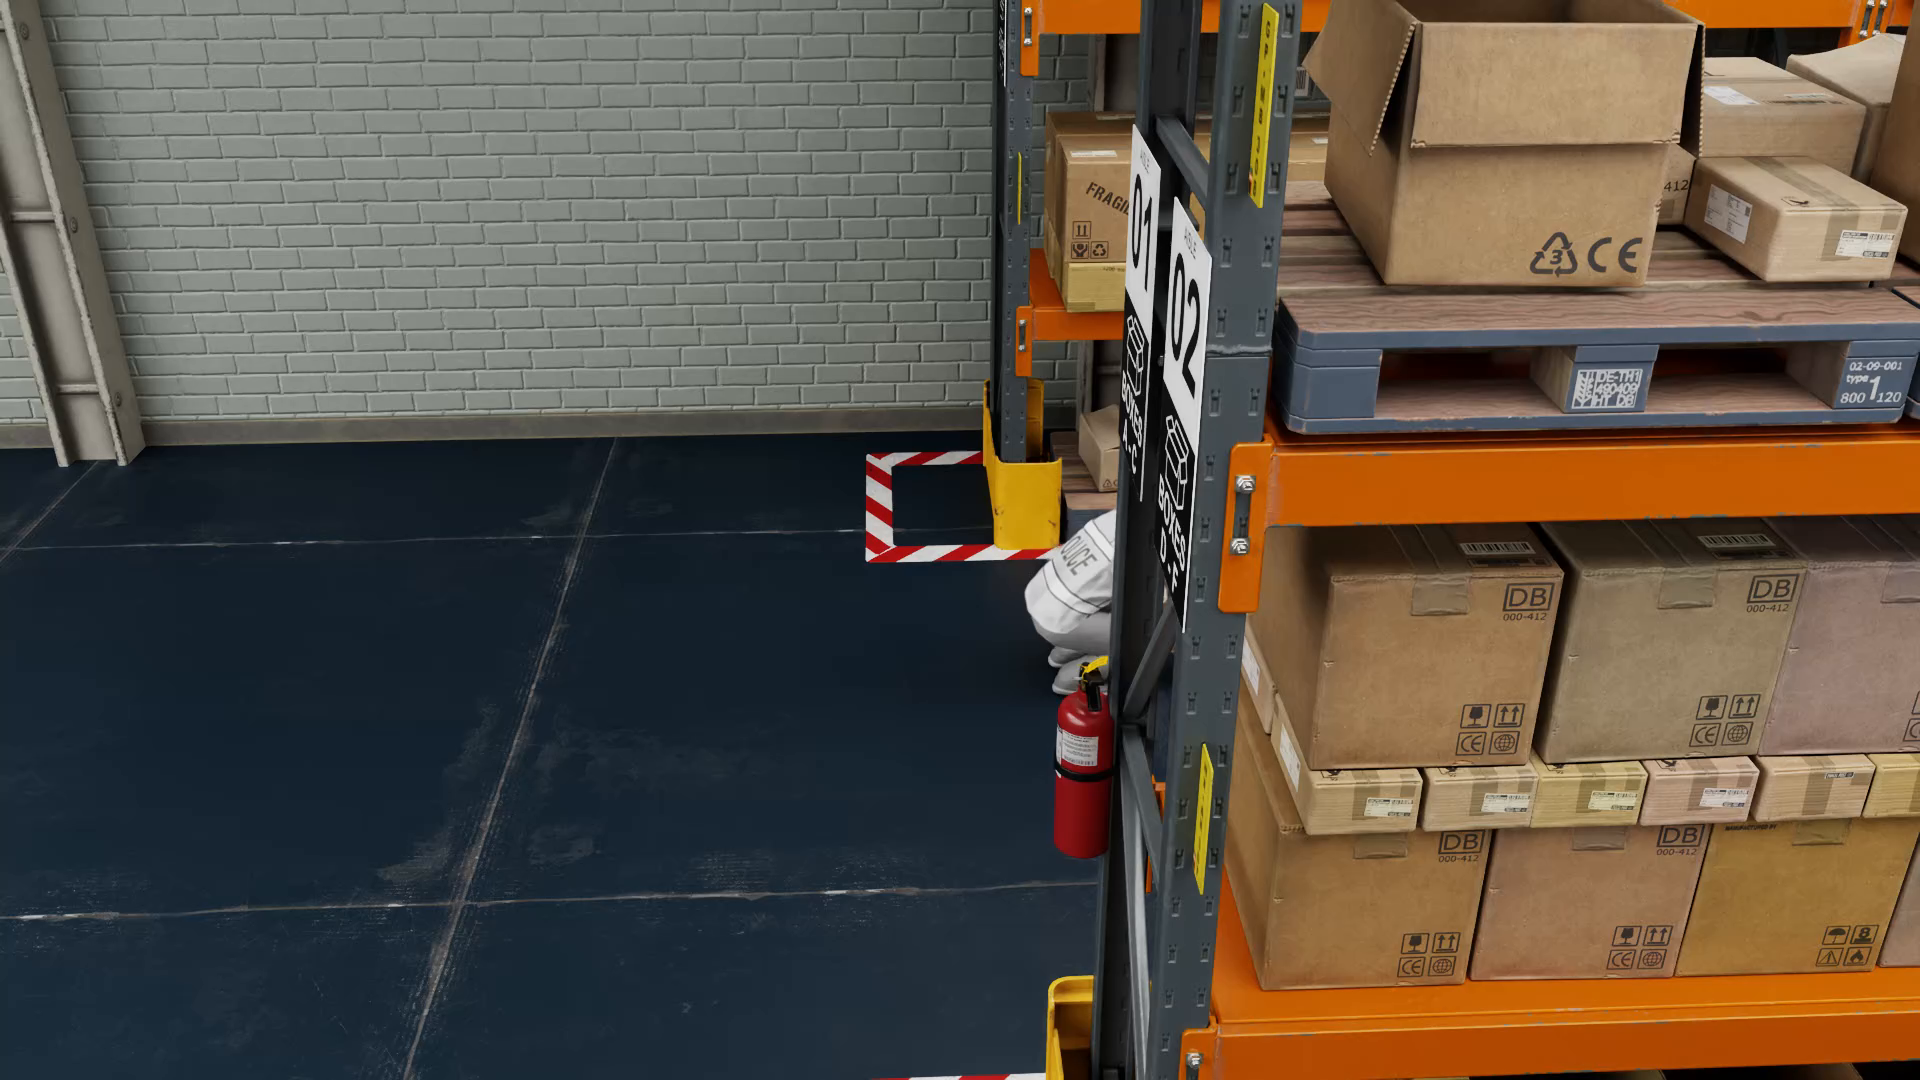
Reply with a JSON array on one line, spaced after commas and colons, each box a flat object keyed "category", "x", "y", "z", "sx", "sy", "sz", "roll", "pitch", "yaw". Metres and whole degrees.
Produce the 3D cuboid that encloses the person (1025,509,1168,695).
[{"category": "person", "x": 0.720, "y": 0.219, "z": 7.486, "sx": 0.853, "sy": 0.950, "sz": 0.496, "roll": -1, "pitch": 28, "yaw": -2}]
